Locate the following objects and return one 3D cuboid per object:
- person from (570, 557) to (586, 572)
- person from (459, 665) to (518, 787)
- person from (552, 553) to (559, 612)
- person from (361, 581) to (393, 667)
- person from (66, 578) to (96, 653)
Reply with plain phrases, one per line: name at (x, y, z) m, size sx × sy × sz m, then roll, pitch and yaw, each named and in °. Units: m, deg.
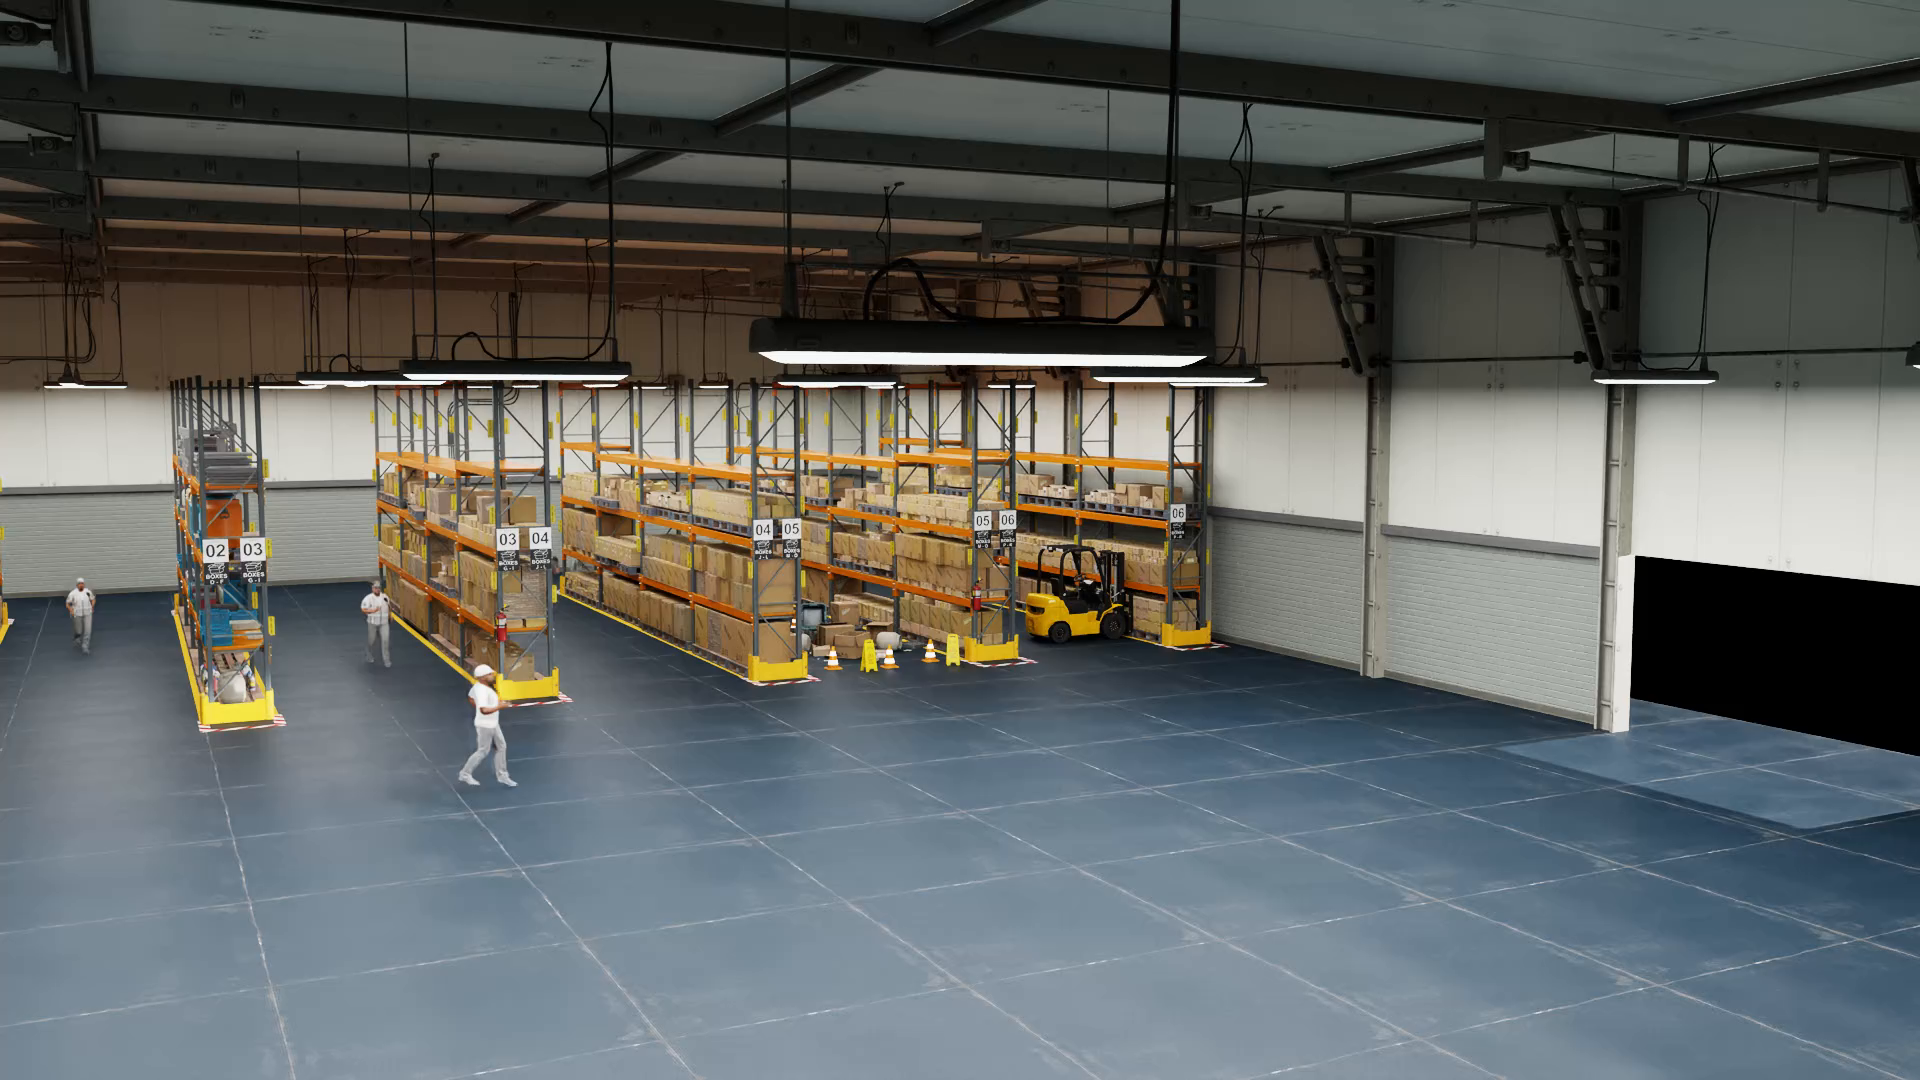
person at (-11.086, 0.520, 48.732) m, size 0.691 × 1.582 × 0.577 m, roll -2°, pitch 6°, yaw -24°
person at (-6.820, 2.696, 23.966) m, size 0.815 × 1.808 × 0.682 m, roll -1°, pitch 5°, yaw -7°
person at (-10.846, 0.916, 43.612) m, size 0.666 × 1.618 × 0.891 m, roll -2°, pitch 6°, yaw -23°
person at (-12.168, 1.726, 34.756) m, size 0.662 × 1.768 × 0.987 m, roll -4°, pitch 6°, yaw -35°
person at (-19.399, 1.660, 36.738) m, size 0.608 × 1.643 × 0.685 m, roll -4°, pitch 6°, yaw -37°
